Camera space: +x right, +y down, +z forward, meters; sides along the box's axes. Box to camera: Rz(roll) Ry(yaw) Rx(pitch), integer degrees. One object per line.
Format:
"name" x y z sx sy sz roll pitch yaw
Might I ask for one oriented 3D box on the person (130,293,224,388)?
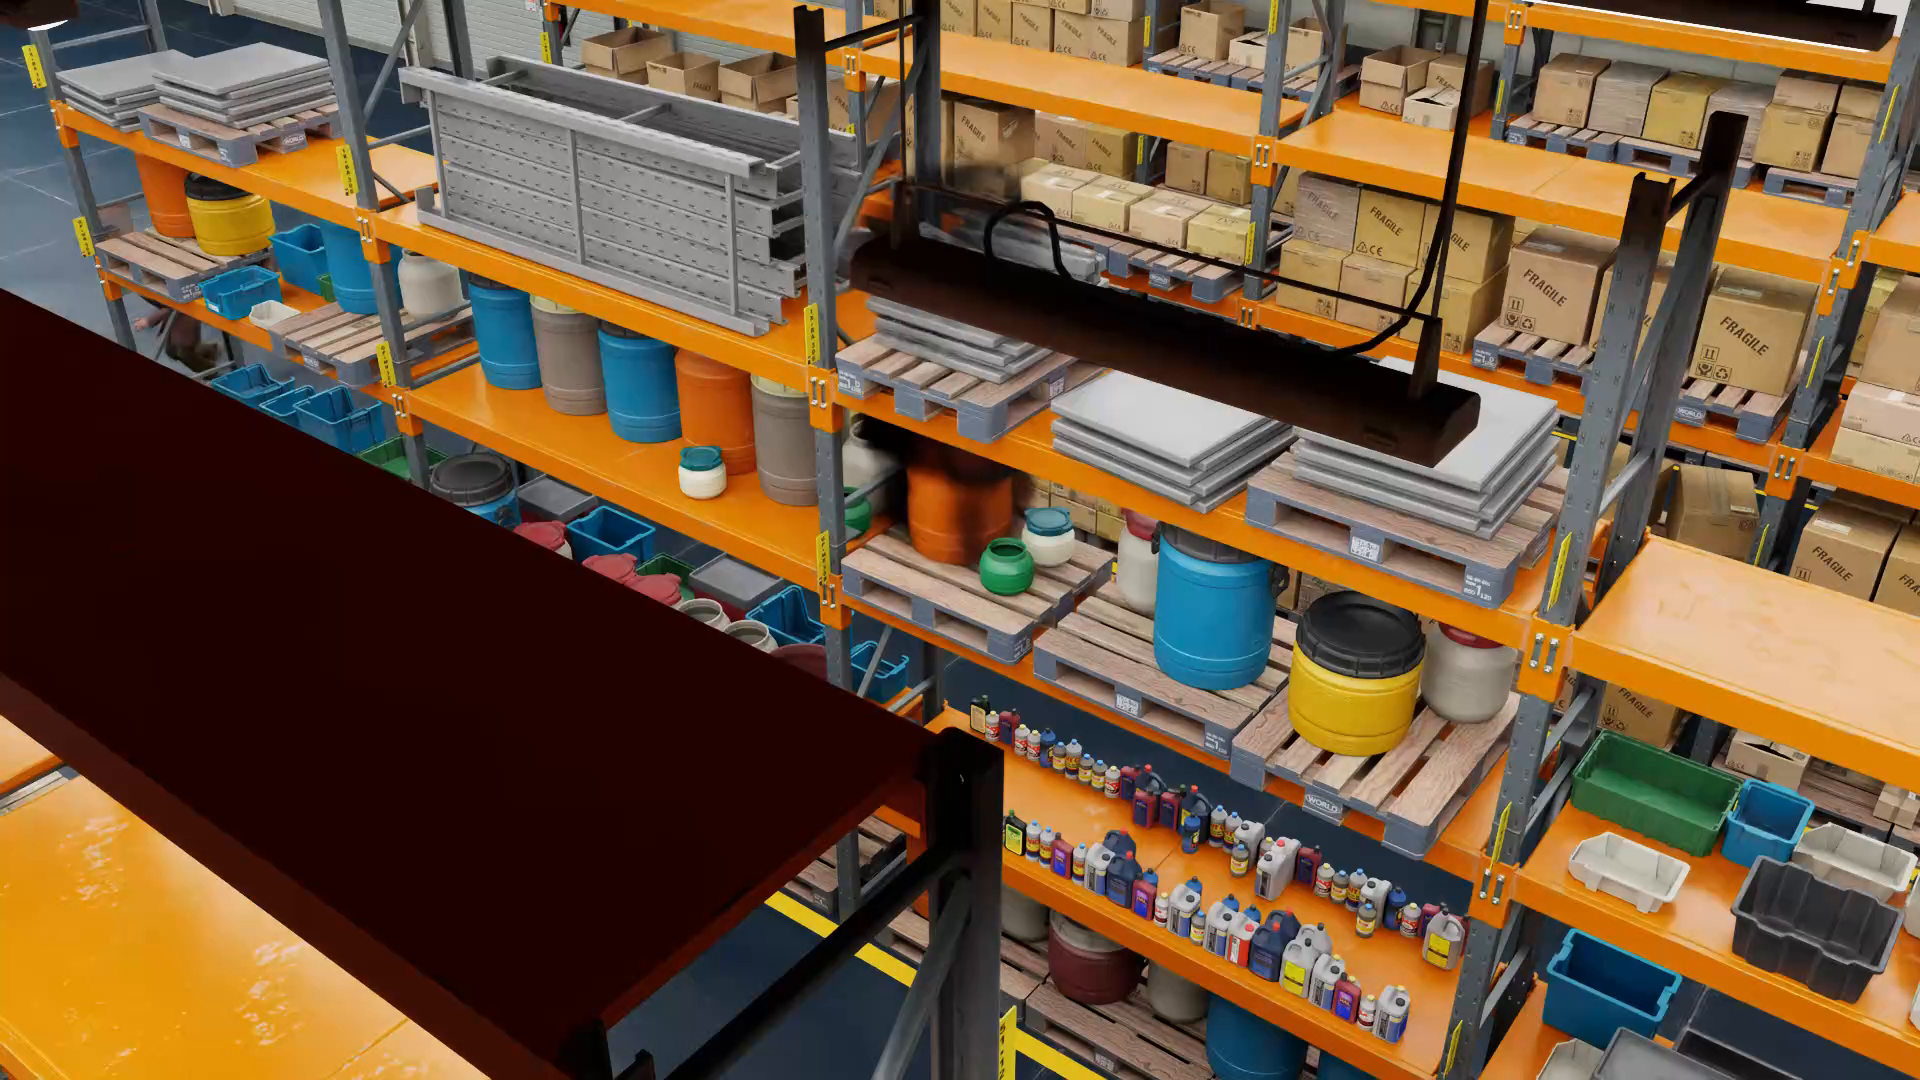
"person" -8.306 -2.302 17.539 0.879 1.591 0.736 -25 40 -35
